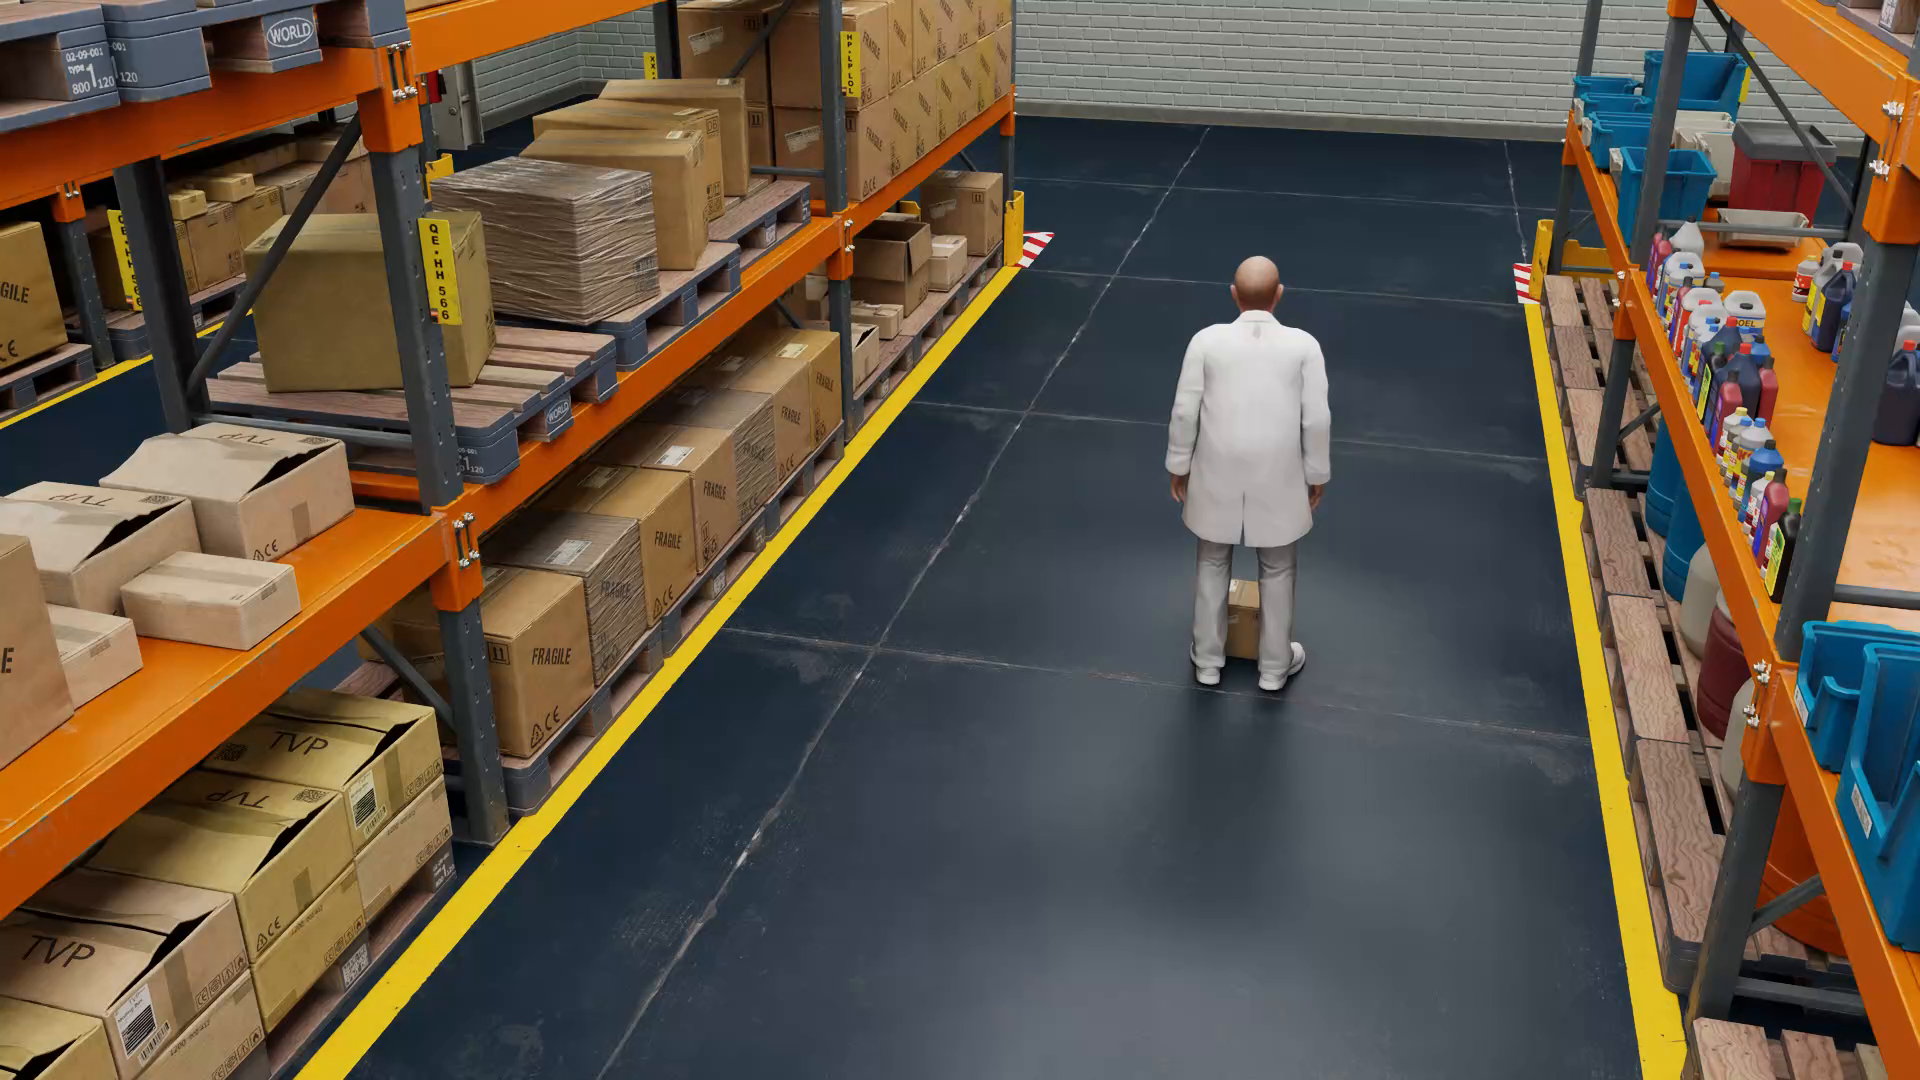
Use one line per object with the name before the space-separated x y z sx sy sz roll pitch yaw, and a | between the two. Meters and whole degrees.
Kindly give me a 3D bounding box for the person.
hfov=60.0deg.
person | 1.149 -0.252 6.667 0.656 1.774 0.416 5 26 11
